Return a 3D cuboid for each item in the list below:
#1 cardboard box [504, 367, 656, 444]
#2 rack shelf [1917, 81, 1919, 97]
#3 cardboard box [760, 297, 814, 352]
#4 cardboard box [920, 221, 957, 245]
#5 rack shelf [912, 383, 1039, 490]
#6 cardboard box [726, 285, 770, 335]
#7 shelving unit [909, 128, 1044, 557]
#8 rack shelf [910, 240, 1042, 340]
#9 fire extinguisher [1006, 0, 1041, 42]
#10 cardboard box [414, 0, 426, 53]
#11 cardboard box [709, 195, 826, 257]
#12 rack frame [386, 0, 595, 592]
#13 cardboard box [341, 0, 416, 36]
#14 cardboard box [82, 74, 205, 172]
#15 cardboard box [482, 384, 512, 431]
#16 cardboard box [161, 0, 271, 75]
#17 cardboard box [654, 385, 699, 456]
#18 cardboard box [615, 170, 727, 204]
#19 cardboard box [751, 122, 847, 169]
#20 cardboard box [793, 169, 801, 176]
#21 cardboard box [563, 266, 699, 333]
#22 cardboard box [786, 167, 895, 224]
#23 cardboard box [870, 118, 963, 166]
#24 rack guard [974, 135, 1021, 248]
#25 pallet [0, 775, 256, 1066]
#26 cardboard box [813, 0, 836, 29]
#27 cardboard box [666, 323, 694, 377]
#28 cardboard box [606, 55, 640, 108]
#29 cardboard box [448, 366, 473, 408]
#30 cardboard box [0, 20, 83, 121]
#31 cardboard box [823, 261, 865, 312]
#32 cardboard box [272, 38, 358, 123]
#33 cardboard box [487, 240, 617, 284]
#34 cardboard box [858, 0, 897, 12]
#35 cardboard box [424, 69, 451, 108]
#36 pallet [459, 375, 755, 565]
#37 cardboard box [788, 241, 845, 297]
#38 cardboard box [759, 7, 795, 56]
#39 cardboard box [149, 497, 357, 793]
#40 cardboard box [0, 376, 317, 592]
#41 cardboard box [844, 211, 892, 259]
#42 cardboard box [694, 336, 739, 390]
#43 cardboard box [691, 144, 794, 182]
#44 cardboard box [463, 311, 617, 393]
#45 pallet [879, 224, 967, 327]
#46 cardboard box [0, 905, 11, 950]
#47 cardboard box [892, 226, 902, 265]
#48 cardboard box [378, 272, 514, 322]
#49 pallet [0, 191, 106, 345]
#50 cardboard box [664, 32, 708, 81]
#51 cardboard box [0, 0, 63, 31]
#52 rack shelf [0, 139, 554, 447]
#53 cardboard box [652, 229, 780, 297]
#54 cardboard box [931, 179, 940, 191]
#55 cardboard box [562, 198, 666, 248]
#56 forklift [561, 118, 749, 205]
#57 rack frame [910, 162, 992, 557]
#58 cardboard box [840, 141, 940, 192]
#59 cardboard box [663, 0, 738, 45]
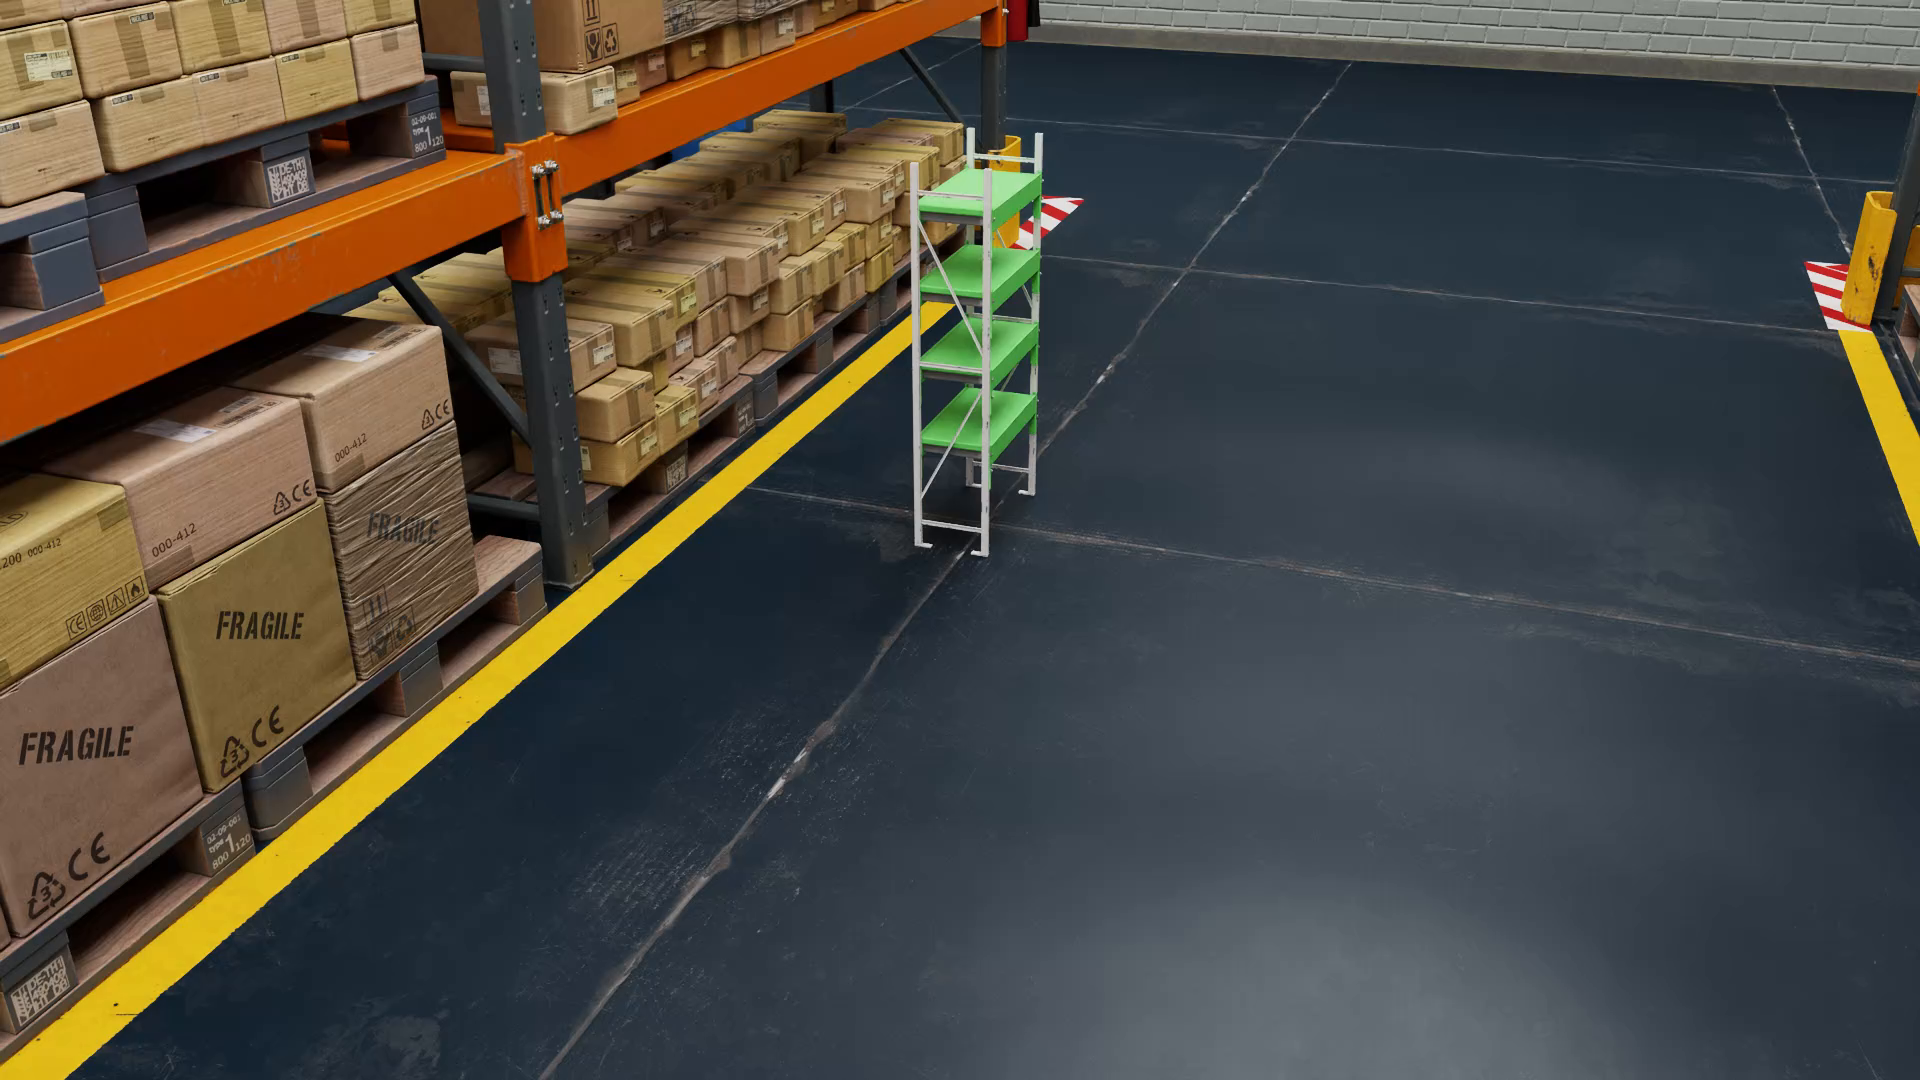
[{"bbox_3d":[-1.175,-0.436,5.156,0.380,0.149,0.250,10,28,20],"label":"cardboard box"},{"bbox_3d":[3.770,-1.115,4.937,1.077,0.370,4.000,9,27,17],"label":"rack shelf"},{"bbox_3d":[-0.780,-0.841,6.335,0.380,0.149,0.250,8,27,16],"label":"cardboard box"},{"bbox_3d":[-0.235,-1.476,7.646,0.380,0.149,0.250,10,27,19],"label":"cardboard box"},{"bbox_3d":[0.055,-0.335,5.261,0.258,0.148,0.480,9,27,17],"label":"rack shelf"},{"bbox_3d":[-0.922,-0.878,6.070,0.380,0.149,0.250,10,28,20],"label":"cardboard box"},{"bbox_3d":[0.055,-0.608,5.129,0.258,1.200,0.503,9,27,17],"label":"shelving unit"},{"bbox_3d":[0.055,-0.767,5.052,0.258,0.148,0.480,9,27,17],"label":"rack shelf"},{"bbox_3d":[0.253,-2.771,8.048,0.296,0.674,0.183,9,27,17],"label":"fire extinguisher"},{"bbox_3d":[-1.703,-1.712,4.888,0.500,0.500,0.500,9,27,18],"label":"cardboard box"},{"bbox_3d":[-0.743,-1.217,6.428,0.380,0.149,0.250,9,27,18],"label":"cardboard box"},{"bbox_3d":[-1.598,-1.293,4.479,1.000,3.000,0.127,9,27,17],"label":"rack frame"},{"bbox_3d":[-1.544,-1.311,3.981,0.380,0.149,0.250,10,27,19],"label":"cardboard box"},{"bbox_3d":[-1.797,-0.865,3.402,0.380,0.149,0.250,7,27,15],"label":"cardboard box"},{"bbox_3d":[-1.623,-0.504,5.639,0.380,0.149,0.250,10,27,19],"label":"cardboard box"},{"bbox_3d":[-1.716,-1.101,3.547,0.380,0.149,0.250,10,28,20],"label":"cardboard box"},{"bbox_3d":[-1.085,-0.412,5.448,0.380,0.149,0.250,10,27,19],"label":"cardboard box"},{"bbox_3d":[-1.180,-1.401,6.808,0.380,0.149,0.250,9,27,18],"label":"cardboard box"},{"bbox_3d":[-0.739,-1.814,7.661,0.380,0.149,0.250,9,27,18],"label":"cardboard box"},{"bbox_3d":[-0.825,-1.581,7.522,0.380,0.149,0.250,9,27,18],"label":"cardboard box"},{"bbox_3d":[-1.102,-0.794,5.555,0.380,0.149,0.250,8,27,17],"label":"cardboard box"},{"bbox_3d":[-0.491,-1.421,6.850,0.380,0.149,0.250,10,28,19],"label":"cardboard box"},{"bbox_3d":[-0.204,-1.857,7.749,0.380,0.149,0.250,9,27,18],"label":"cardboard box"},{"bbox_3d":[-0.292,-1.781,8.354,1.175,0.500,0.348,9,27,17],"label":"rack guard"},{"bbox_3d":[-2.260,0.785,3.387,1.003,0.211,1.213,9,27,17],"label":"pallet"},{"bbox_3d":[-0.693,-2.021,6.271,0.380,0.149,0.250,9,27,18],"label":"cardboard box"},{"bbox_3d":[-1.128,-0.658,5.615,0.380,0.149,0.250,9,27,17],"label":"cardboard box"},{"bbox_3d":[-1.179,-1.366,4.918,0.380,0.149,0.250,10,27,19],"label":"cardboard box"},{"bbox_3d":[-1.792,-0.509,5.307,0.380,0.149,0.250,9,27,18],"label":"cardboard box"},{"bbox_3d":[-1.890,-0.881,3.093,0.380,0.149,0.250,7,27,15],"label":"cardboard box"},{"bbox_3d":[-0.610,-1.053,6.773,0.380,0.149,0.250,9,27,18],"label":"cardboard box"},{"bbox_3d":[-1.629,-1.071,3.825,0.380,0.149,0.250,9,27,18],"label":"cardboard box"},{"bbox_3d":[-1.441,-0.960,5.898,0.380,0.149,0.250,10,27,19],"label":"cardboard box"},{"bbox_3d":[-0.474,-2.235,6.712,0.380,0.149,0.250,8,27,15],"label":"cardboard box"},{"bbox_3d":[-1.723,-1.332,4.847,0.380,0.149,0.250,8,27,17],"label":"cardboard box"},{"bbox_3d":[-1.407,-0.319,5.668,1.003,0.211,1.213,9,27,17],"label":"pallet"},{"bbox_3d":[-0.673,-1.070,6.467,0.380,0.149,0.250,9,27,18],"label":"cardboard box"},{"bbox_3d":[-0.802,-1.797,5.809,0.380,0.149,0.250,10,28,20],"label":"cardboard box"},{"bbox_3d":[-1.777,0.194,3.793,0.500,0.500,0.500,8,27,16],"label":"cardboard box"},{"bbox_3d":[-1.791,-0.143,3.629,0.500,0.250,0.500,10,28,20],"label":"cardboard box"},{"bbox_3d":[-0.504,-1.290,6.921,0.380,0.149,0.250,9,27,18],"label":"cardboard box"},{"bbox_3d":[-1.014,-0.633,5.905,0.380,0.149,0.250,8,27,16],"label":"cardboard box"},{"bbox_3d":[-0.949,-1.615,7.251,0.380,0.149,0.250,7,27,15],"label":"cardboard box"},{"bbox_3d":[-1.288,-0.579,5.110,0.380,0.149,0.250,10,28,20],"label":"cardboard box"},{"bbox_3d":[-0.595,-1.322,7.738,1.003,0.211,1.213,9,27,17],"label":"pallet"},{"bbox_3d":[-2.122,0.614,2.926,0.500,0.500,0.500,8,27,16],"label":"cardboard box"},{"bbox_3d":[-0.474,-1.277,7.234,0.380,0.149,0.250,9,27,18],"label":"cardboard box"},{"bbox_3d":[-1.677,-0.762,5.488,0.380,0.149,0.250,9,27,18],"label":"cardboard box"},{"bbox_3d":[-2.308,-0.383,2.818,1.003,0.211,1.213,9,27,17],"label":"pallet"},{"bbox_3d":[-1.044,-1.594,5.389,0.380,0.149,0.250,8,27,15],"label":"cardboard box"},{"bbox_3d":[-1.896,-1.019,3.036,0.380,0.149,0.250,8,27,16],"label":"cardboard box"},{"bbox_3d":[-2.263,-0.148,2.938,1.077,0.370,4.000,9,27,17],"label":"rack shelf"},{"bbox_3d":[-0.875,-0.997,5.975,0.380,0.149,0.250,9,27,19],"label":"cardboard box"},{"bbox_3d":[-0.311,-1.619,7.600,0.380,0.149,0.250,8,27,16],"label":"cardboard box"},{"bbox_3d":[-1.360,-1.198,6.388,0.380,0.149,0.250,8,27,16],"label":"cardboard box"},{"bbox_3d":[-2.068,-2.795,7.659,1.130,2.935,3.031,7,27,14],"label":"forklift"},{"bbox_3d":[-0.026,-0.508,4.922,0.240,1.200,0.015,9,27,17],"label":"rack frame"},{"bbox_3d":[-0.308,-1.637,7.295,0.380,0.149,0.250,8,27,16],"label":"cardboard box"},{"bbox_3d":[-1.037,-1.844,5.160,0.500,0.500,0.500,9,27,17],"label":"cardboard box"}]
